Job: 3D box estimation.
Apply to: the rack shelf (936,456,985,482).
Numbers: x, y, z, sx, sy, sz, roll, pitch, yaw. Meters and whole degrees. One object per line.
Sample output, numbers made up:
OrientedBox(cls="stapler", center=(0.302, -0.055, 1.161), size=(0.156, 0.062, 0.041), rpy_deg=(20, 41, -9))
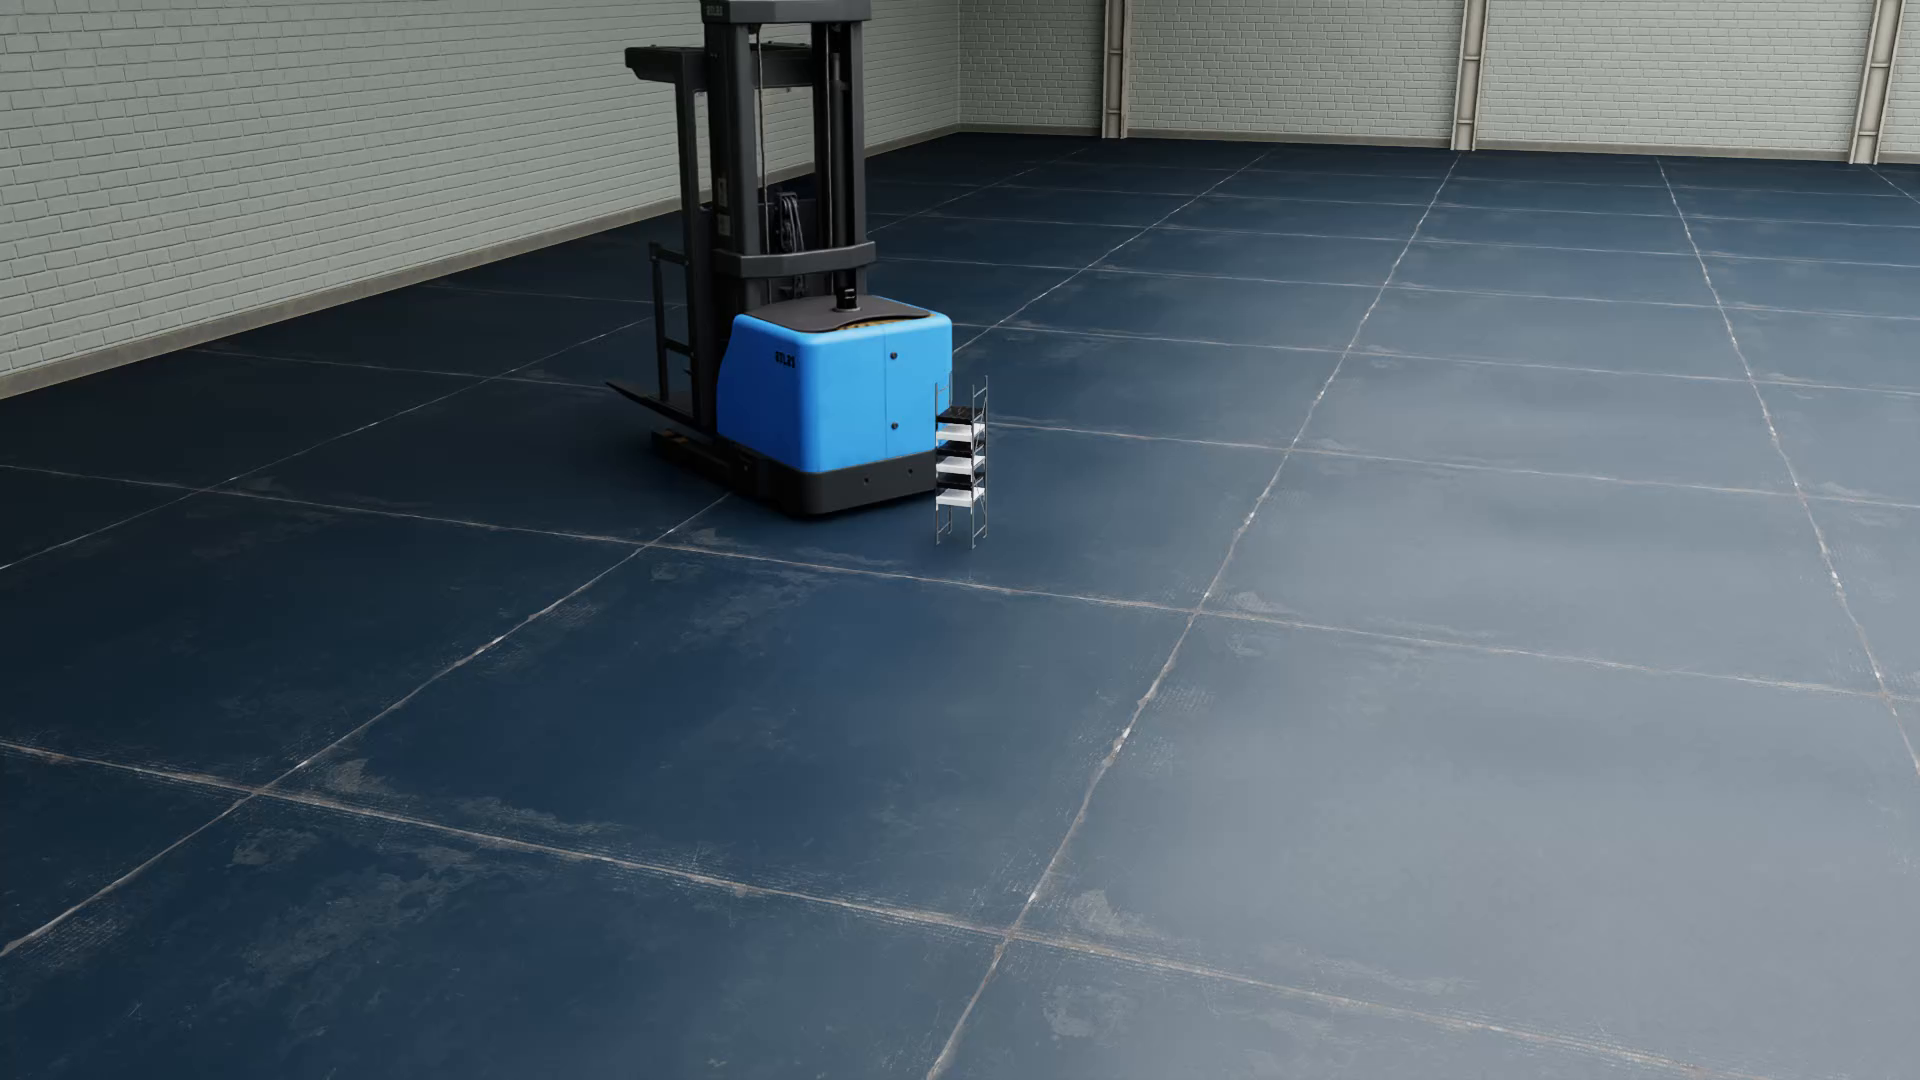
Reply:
OrientedBox(cls="rack shelf", center=(0.008, -0.393, 8.937), size=(0.200, 0.077, 0.258), rpy_deg=(7, 20, 18))

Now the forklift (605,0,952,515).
OrientedBox(cls="forklift", center=(-1.309, -1.948, 10.211), size=(1.130, 2.935, 3.031), rpy_deg=(-14, 23, -34))

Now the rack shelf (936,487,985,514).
OrientedBox(cls="rack shelf", center=(0.008, -0.223, 8.996), size=(0.200, 0.077, 0.258), rpy_deg=(7, 20, 18))

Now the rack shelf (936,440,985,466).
OrientedBox(cls="rack shelf", center=(0.008, -0.478, 8.907), size=(0.200, 0.077, 0.258), rpy_deg=(7, 20, 18))

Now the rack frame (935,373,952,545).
OrientedBox(cls="rack frame", center=(-0.088, -0.435, 8.957), size=(0.006, 0.900, 0.240), rpy_deg=(7, 20, 18))

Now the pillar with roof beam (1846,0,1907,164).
OrientedBox(cls="pillar with roof beam", center=(12.683, -8.809, 20.676), size=(0.400, 9.000, 9.100), rpy_deg=(7, 20, 18))

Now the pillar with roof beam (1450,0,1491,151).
OrientedBox(cls="pillar with roof beam", center=(7.015, -9.457, 22.536), size=(0.400, 9.000, 9.100), rpy_deg=(7, 20, 18))

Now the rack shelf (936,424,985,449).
OrientedBox(cls="rack shelf", center=(0.008, -0.563, 8.877), size=(0.200, 0.077, 0.258), rpy_deg=(7, 20, 18))

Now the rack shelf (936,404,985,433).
OrientedBox(cls="rack shelf", center=(0.008, -0.648, 8.848), size=(0.200, 0.077, 0.258), rpy_deg=(7, 20, 18))

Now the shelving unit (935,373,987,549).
OrientedBox(cls="shelving unit", center=(0.008, -0.424, 8.926), size=(0.210, 0.900, 0.258), rpy_deg=(7, 20, 18))

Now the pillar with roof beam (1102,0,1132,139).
OrientedBox(cls="pillar with roof beam", center=(1.347, -10.105, 24.395), size=(0.400, 9.000, 9.100), rpy_deg=(7, 20, 18))

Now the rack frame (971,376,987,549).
OrientedBox(cls="rack frame", center=(0.104, -0.413, 8.894), size=(0.006, 0.900, 0.240), rpy_deg=(7, 20, 18))

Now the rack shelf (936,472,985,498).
OrientedBox(cls="rack shelf", center=(0.008, -0.308, 8.966), size=(0.200, 0.077, 0.258), rpy_deg=(7, 20, 18))
